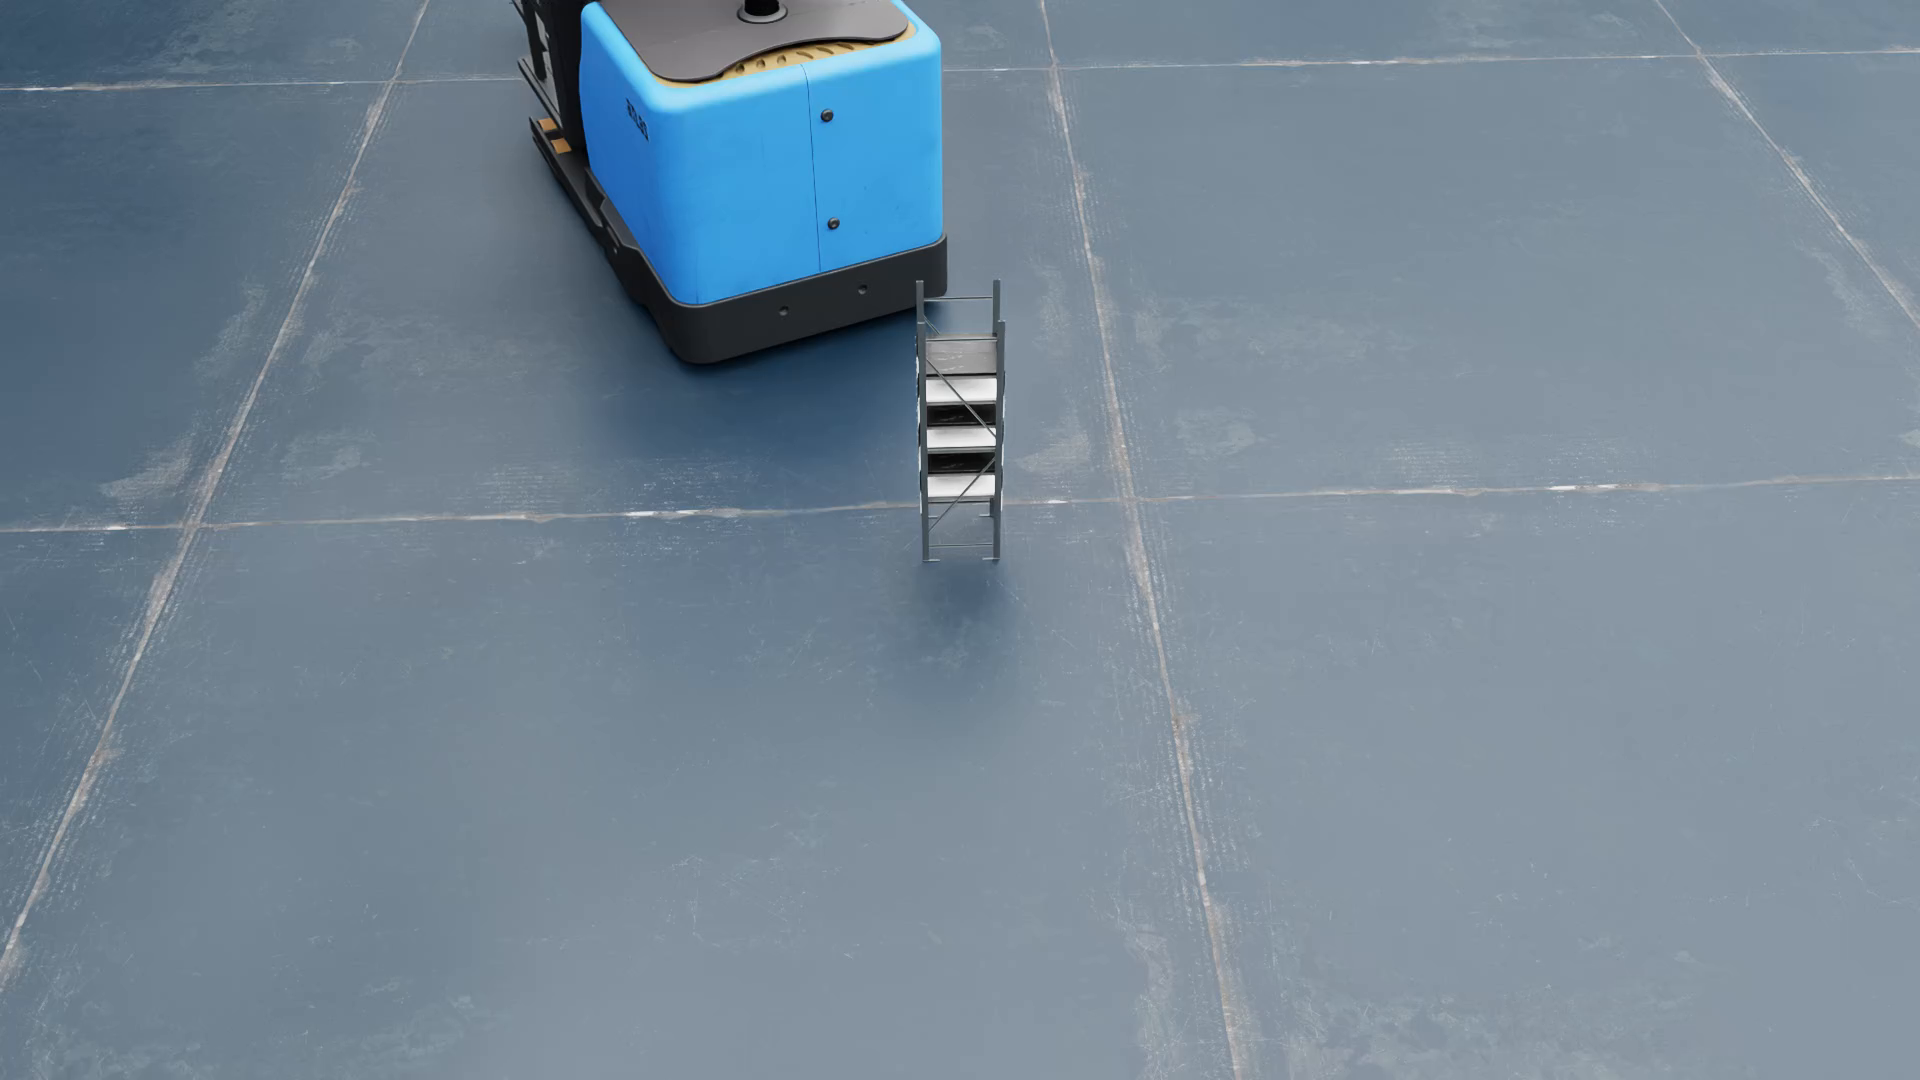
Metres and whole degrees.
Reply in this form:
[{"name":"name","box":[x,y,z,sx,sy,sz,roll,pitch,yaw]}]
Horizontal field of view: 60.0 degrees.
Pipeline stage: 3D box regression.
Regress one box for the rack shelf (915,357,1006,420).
[{"name":"rack shelf","box":[0.000,-0.445,4.853,0.258,0.077,0.200,-2,43,-2]}]

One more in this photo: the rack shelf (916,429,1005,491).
[{"name":"rack shelf","box":[0.000,-0.246,5.035,0.258,0.077,0.200,-2,43,-2]}]

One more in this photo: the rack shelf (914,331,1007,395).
[{"name":"rack shelf","box":[0.000,-0.512,4.792,0.258,0.077,0.200,-2,43,-2]}]

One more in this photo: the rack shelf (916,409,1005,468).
[{"name":"rack shelf","box":[0.000,-0.313,4.974,0.258,0.077,0.200,-2,43,-2]}]

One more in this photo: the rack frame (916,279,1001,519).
[{"name":"rack frame","box":[-0.005,-0.406,5.027,0.240,0.900,0.006,-2,43,-2]}]

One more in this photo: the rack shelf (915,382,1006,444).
[{"name":"rack shelf","box":[0.000,-0.379,4.914,0.258,0.077,0.200,-2,43,-2]}]

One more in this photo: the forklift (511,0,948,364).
[{"name":"forklift","box":[-1.147,-2.692,6.018,1.130,2.935,3.031,-18,46,-19]}]

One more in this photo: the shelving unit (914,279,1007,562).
[{"name":"shelving unit","box":[0.000,-0.337,4.952,0.258,0.900,0.210,-2,43,-2]}]

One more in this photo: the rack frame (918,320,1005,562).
[{"name":"rack frame","box":[0.004,-0.269,4.877,0.240,0.900,0.006,-2,43,-2]}]

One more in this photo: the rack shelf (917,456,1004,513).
[{"name":"rack shelf","box":[0.000,-0.180,5.096,0.258,0.077,0.200,-2,43,-2]}]
